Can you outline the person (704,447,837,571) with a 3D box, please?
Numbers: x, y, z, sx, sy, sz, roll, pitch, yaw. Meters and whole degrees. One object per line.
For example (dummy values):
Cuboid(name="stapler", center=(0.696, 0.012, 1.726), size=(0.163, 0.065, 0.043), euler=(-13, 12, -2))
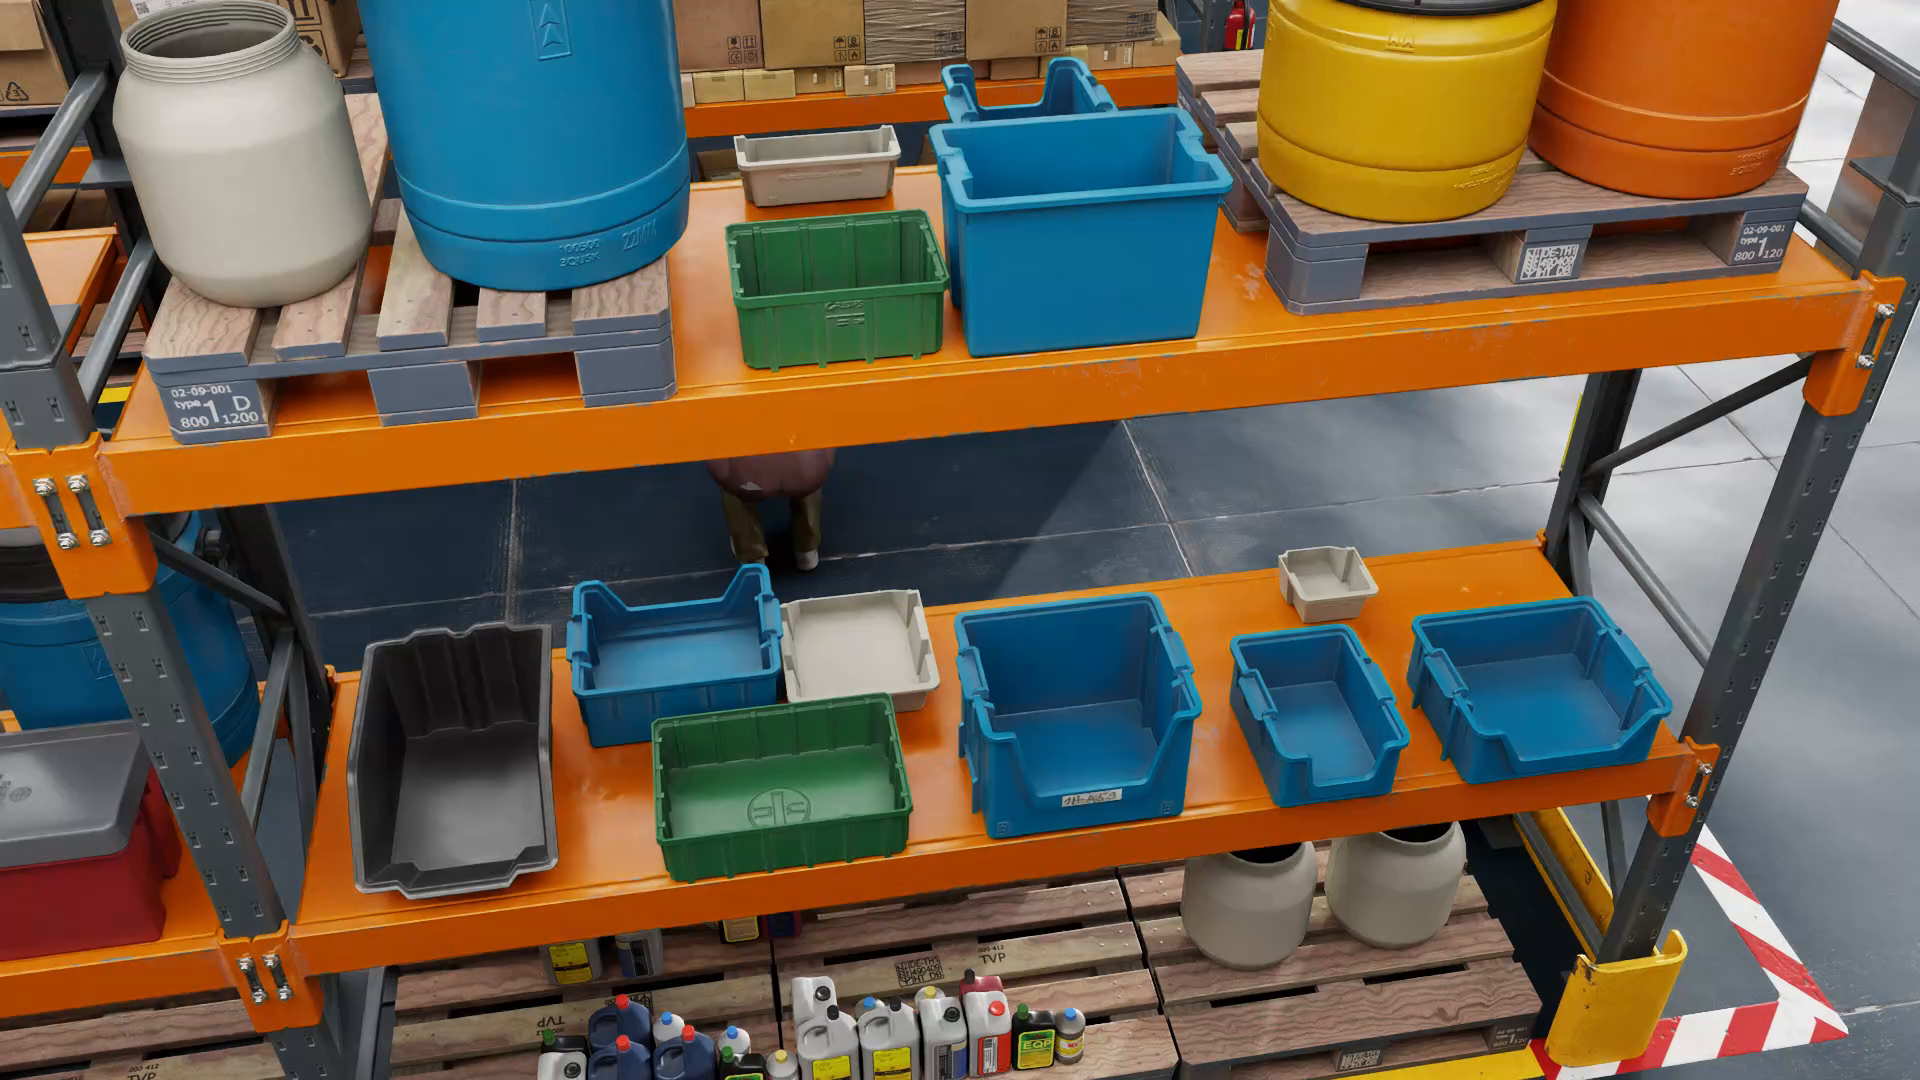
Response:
Cuboid(name="person", center=(-0.835, -0.403, 7.300), size=(0.585, 1.011, 0.910), euler=(-7, 39, -9))
